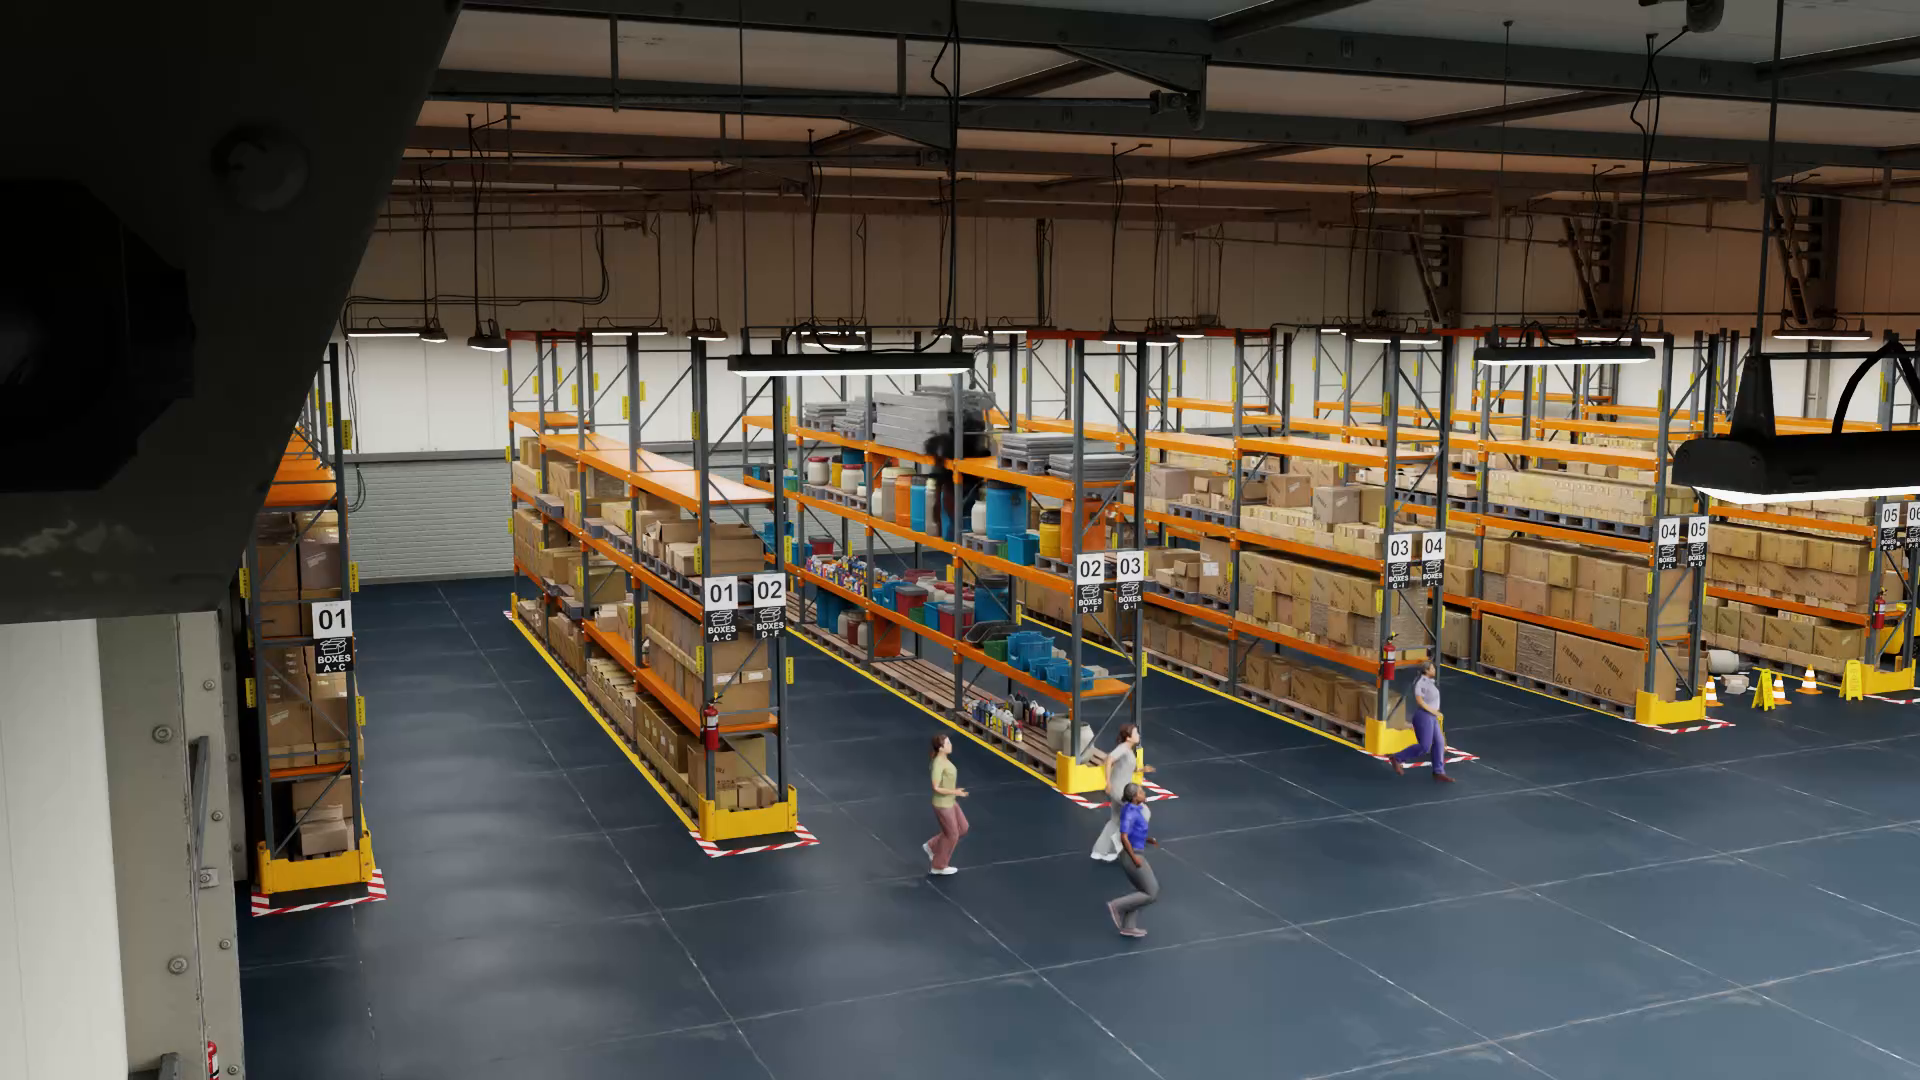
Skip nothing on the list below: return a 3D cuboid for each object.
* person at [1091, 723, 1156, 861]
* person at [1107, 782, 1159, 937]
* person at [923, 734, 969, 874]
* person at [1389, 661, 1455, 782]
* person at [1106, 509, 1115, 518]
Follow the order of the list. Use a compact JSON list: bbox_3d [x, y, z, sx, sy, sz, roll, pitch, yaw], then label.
[{"bbox_3d":[1.885,2.914,19.159,0.742,1.616,0.598,1,8,6],"label":"person"},{"bbox_3d":[1.780,3.253,16.905,0.501,1.613,0.625,0,8,1],"label":"person"},{"bbox_3d":[-0.160,2.979,18.786,0.552,1.623,0.574,1,8,7],"label":"person"},{"bbox_3d":[6.364,2.455,22.731,0.870,1.605,0.680,3,8,23],"label":"person"},{"bbox_3d":[3.547,-0.082,40.633,0.709,1.767,0.932,7,11,42],"label":"person"}]
